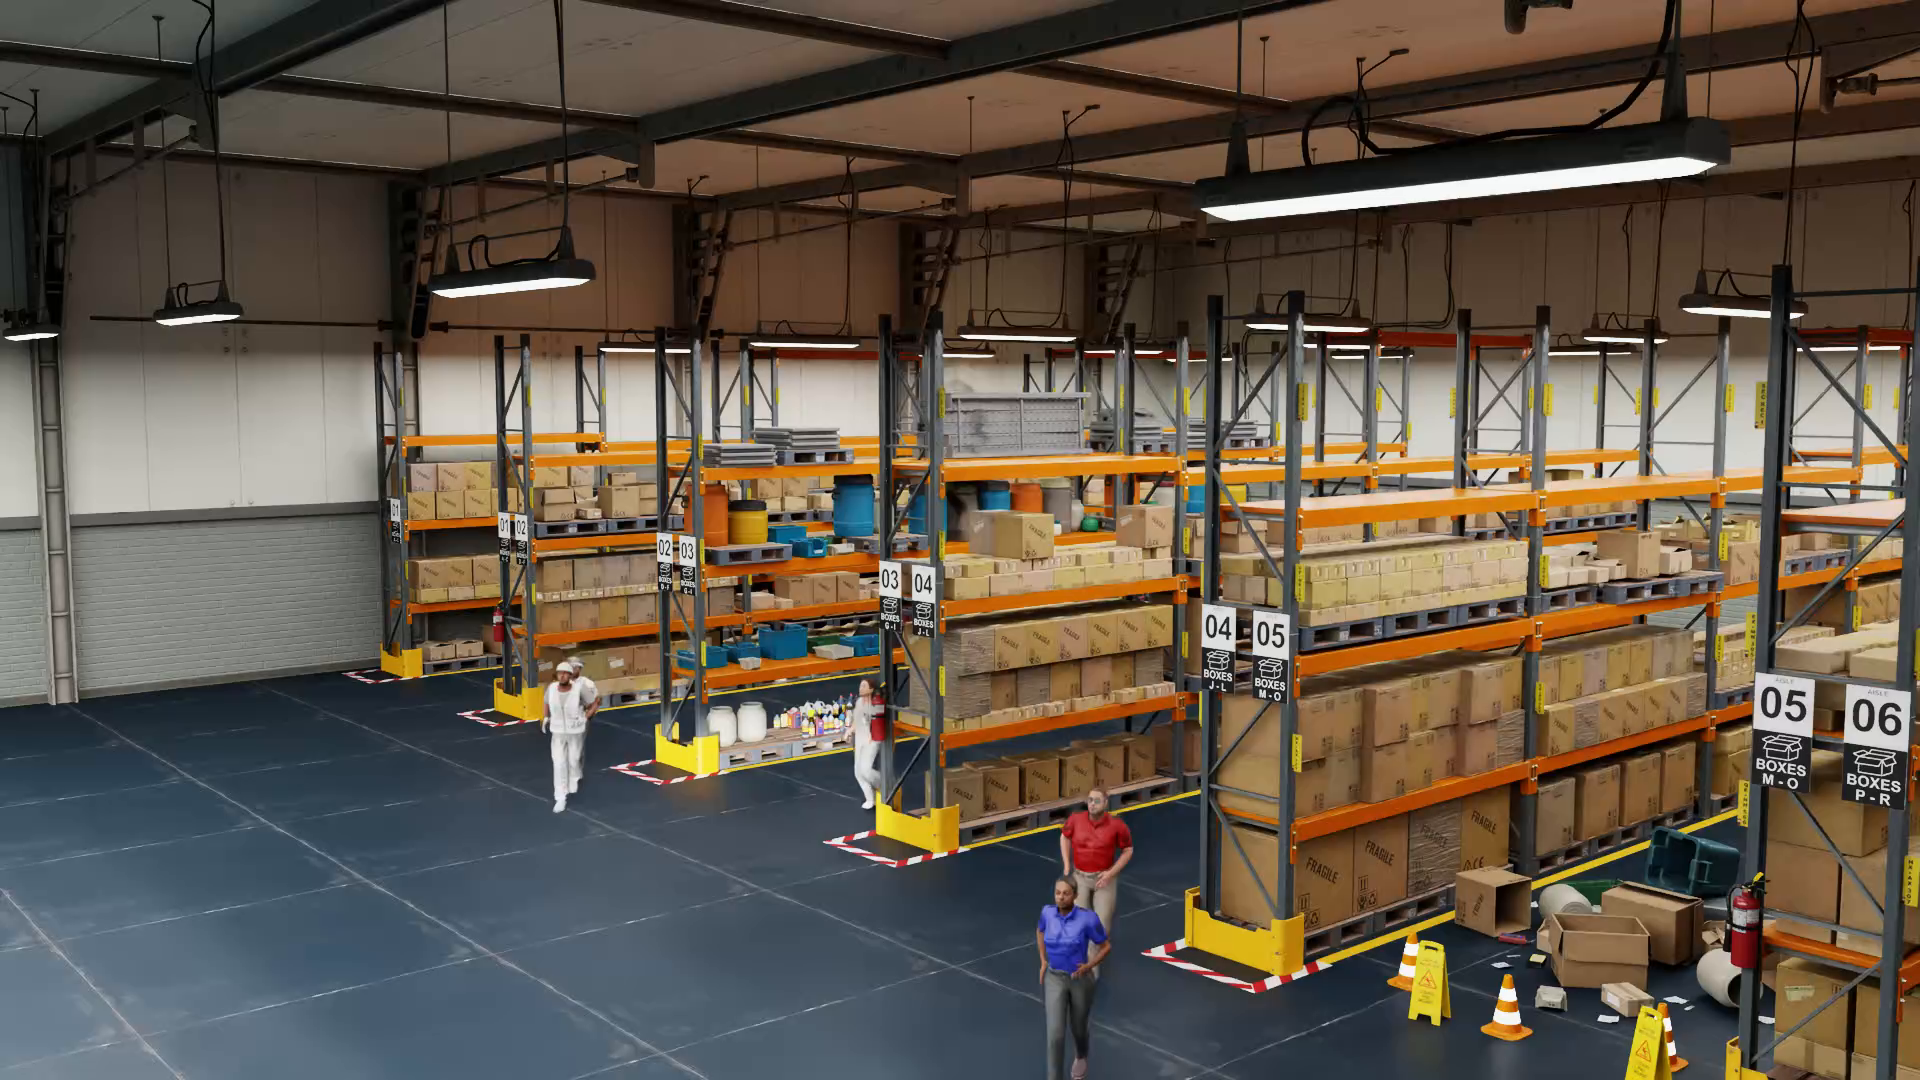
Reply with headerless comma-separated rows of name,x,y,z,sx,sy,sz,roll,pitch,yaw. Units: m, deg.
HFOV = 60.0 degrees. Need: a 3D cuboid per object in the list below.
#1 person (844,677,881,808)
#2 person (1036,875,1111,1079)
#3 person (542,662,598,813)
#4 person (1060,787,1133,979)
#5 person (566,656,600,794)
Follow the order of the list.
person,-1.141,2.489,20.470,0.528,1.624,0.553,4,7,41
person,0.821,3.241,12.098,0.576,1.693,0.815,1,5,13
person,-4.839,2.392,20.623,0.692,1.800,0.887,0,5,-2
person,1.195,3.007,14.684,0.669,1.691,0.562,1,5,16
person,-4.978,2.367,21.569,0.617,1.754,0.811,0,5,2
